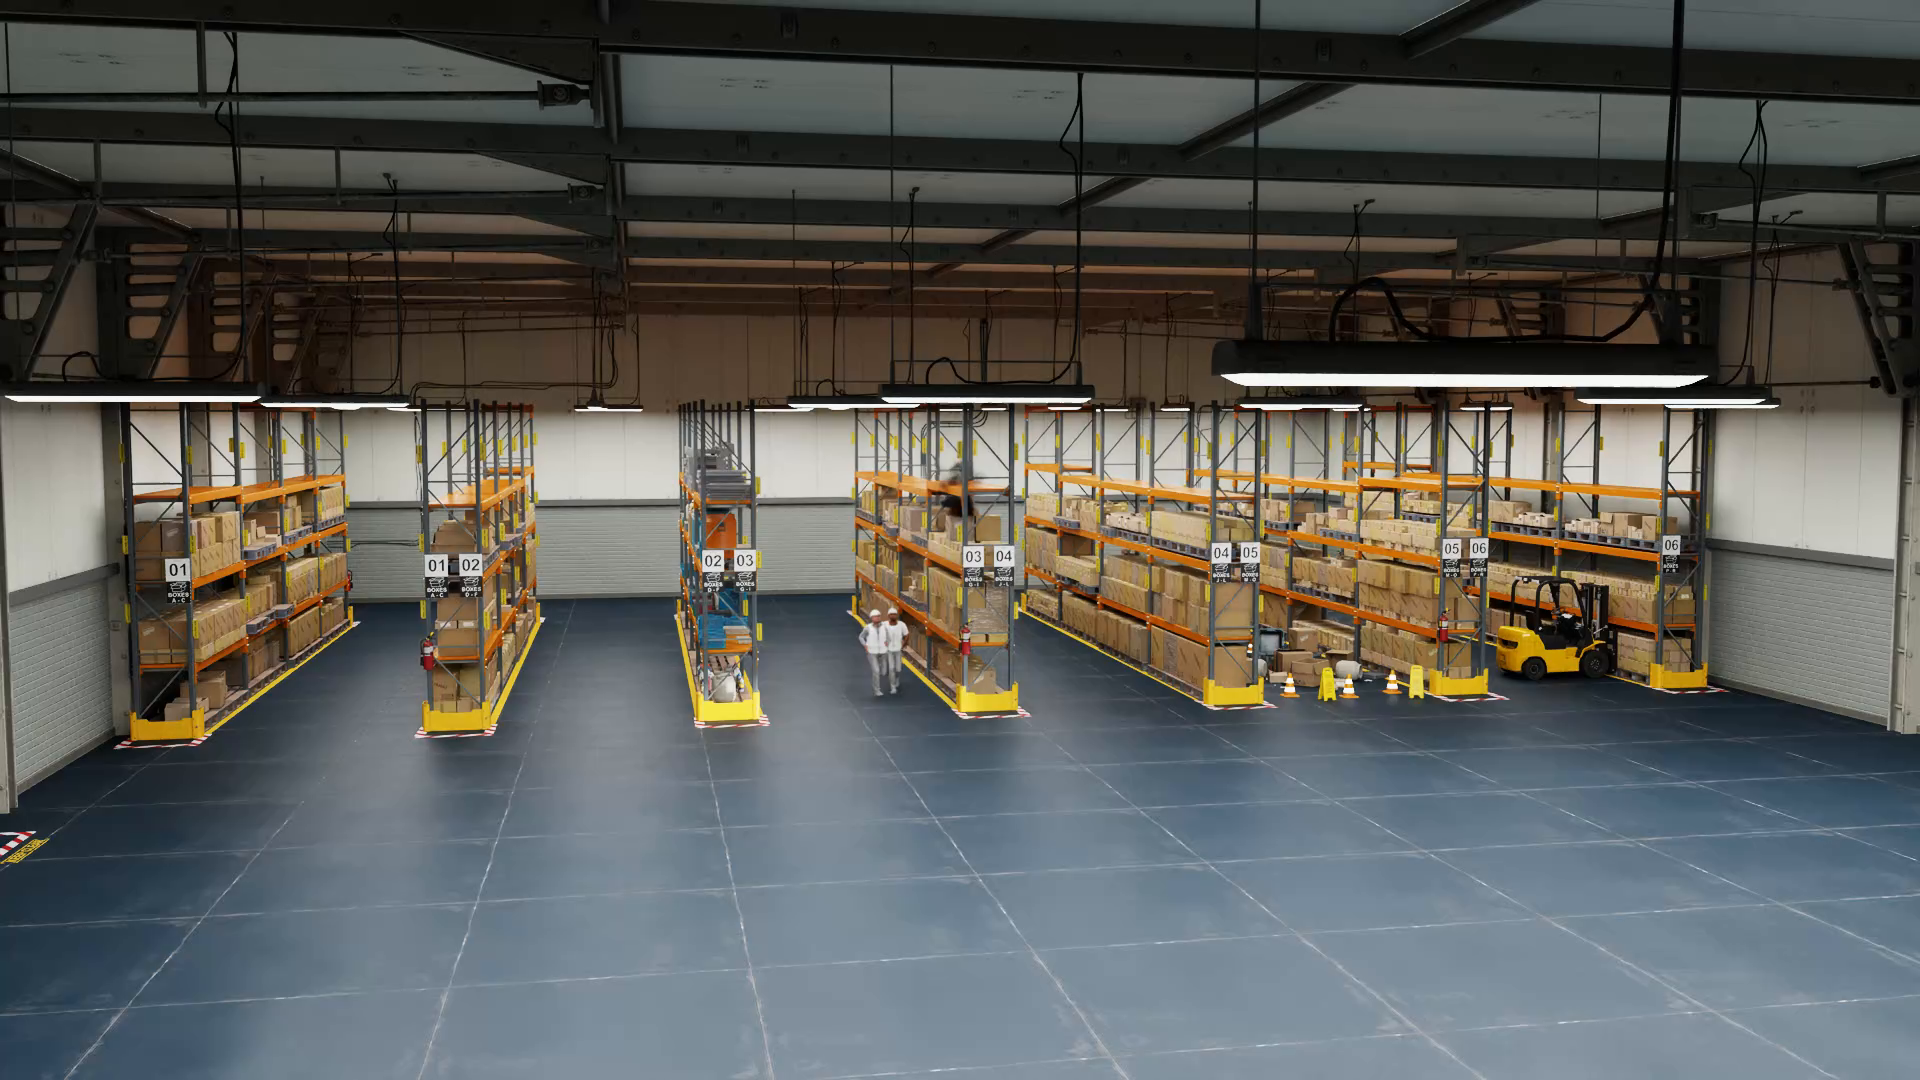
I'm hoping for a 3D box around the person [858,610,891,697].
[{"bbox_3d":[-1.723,2.293,33.974,0.668,1.739,0.803,-2,5,-22],"label":"person"}]

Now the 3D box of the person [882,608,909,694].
[{"bbox_3d":[-1.398,2.266,34.337,0.711,1.746,0.710,-1,4,-9],"label":"person"}]

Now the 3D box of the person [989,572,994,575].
[{"bbox_3d":[1.101,1.341,46.315,0.698,1.829,0.922,-1,4,-7],"label":"person"}]

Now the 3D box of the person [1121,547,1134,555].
[{"bbox_3d":[5.358,1.067,50.651,1.071,1.743,0.736,-1,5,-17],"label":"person"}]
